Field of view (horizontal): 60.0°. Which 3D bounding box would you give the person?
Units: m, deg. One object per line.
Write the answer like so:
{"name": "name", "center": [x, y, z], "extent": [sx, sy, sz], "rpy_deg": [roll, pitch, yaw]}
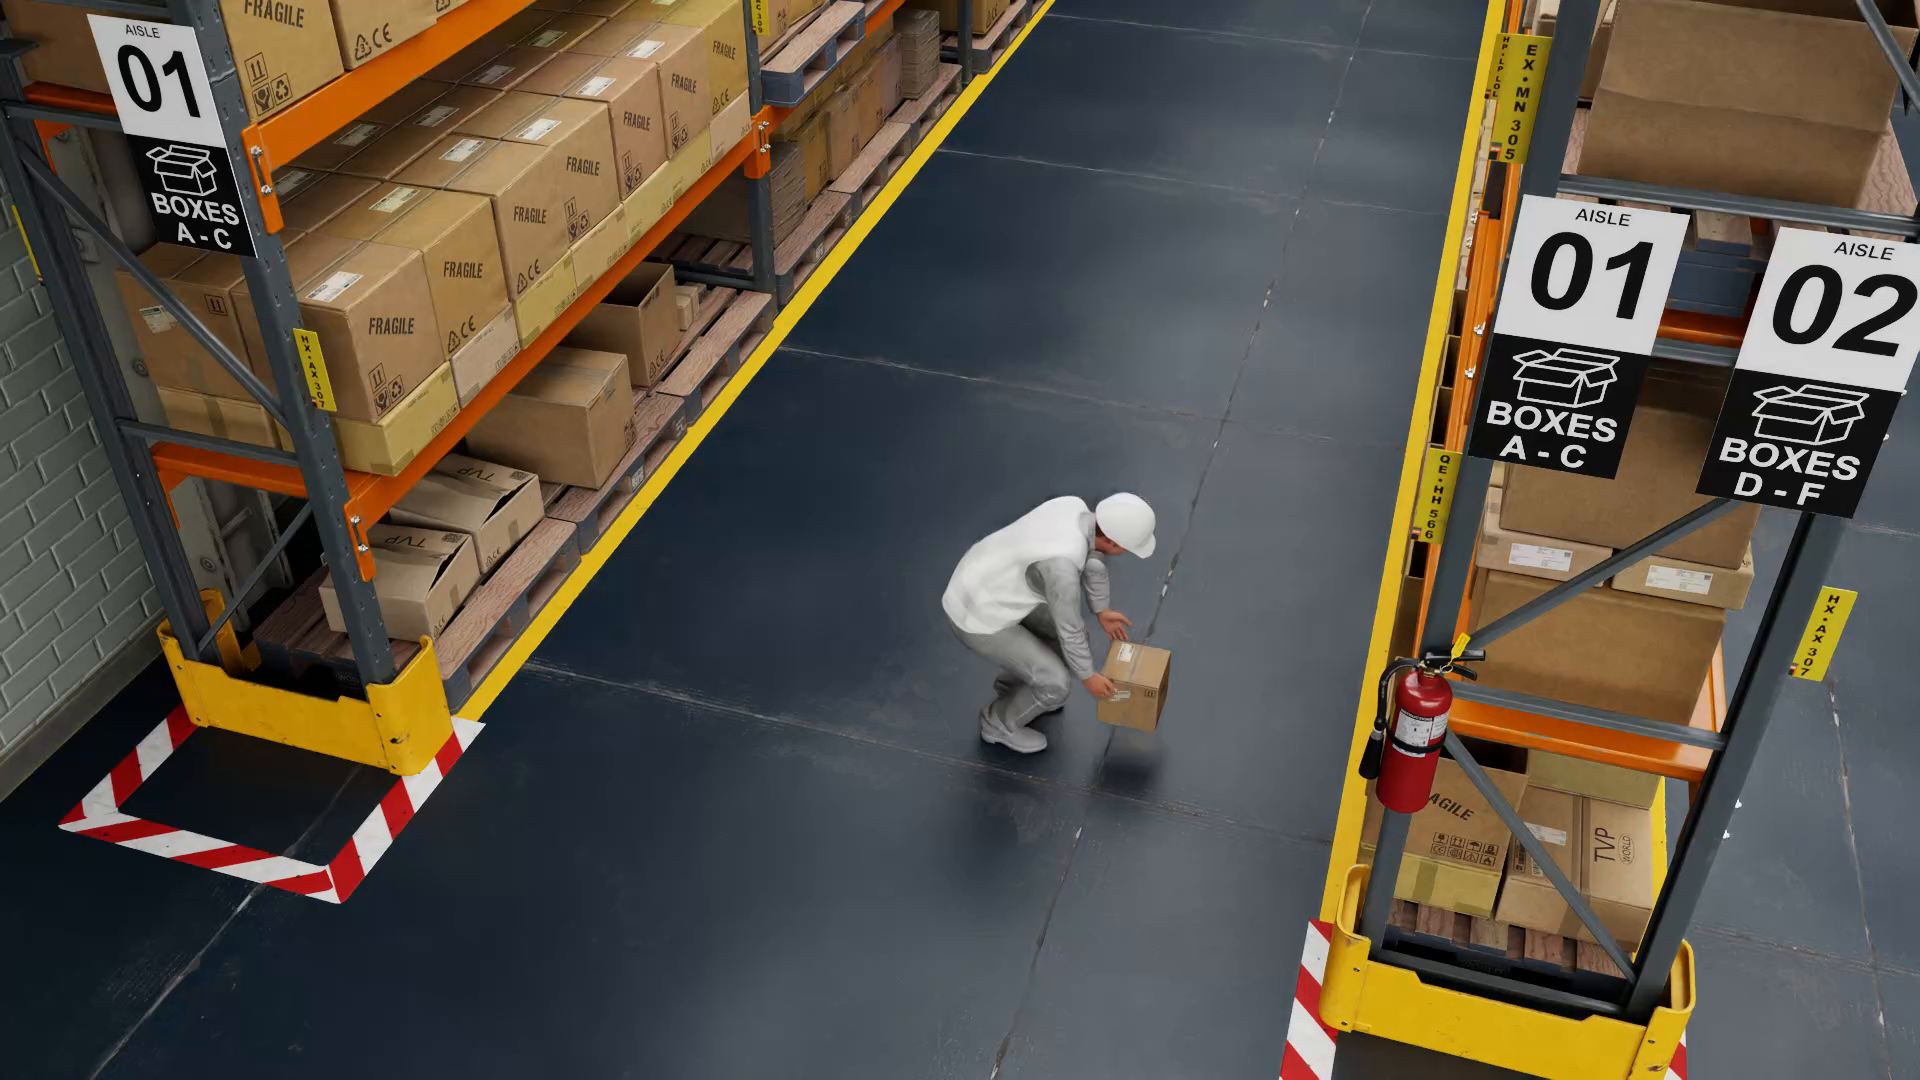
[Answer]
{"name": "person", "center": [0.366, 0.284, 6.932], "extent": [0.837, 1.249, 0.579], "rpy_deg": [11, 38, 14]}
